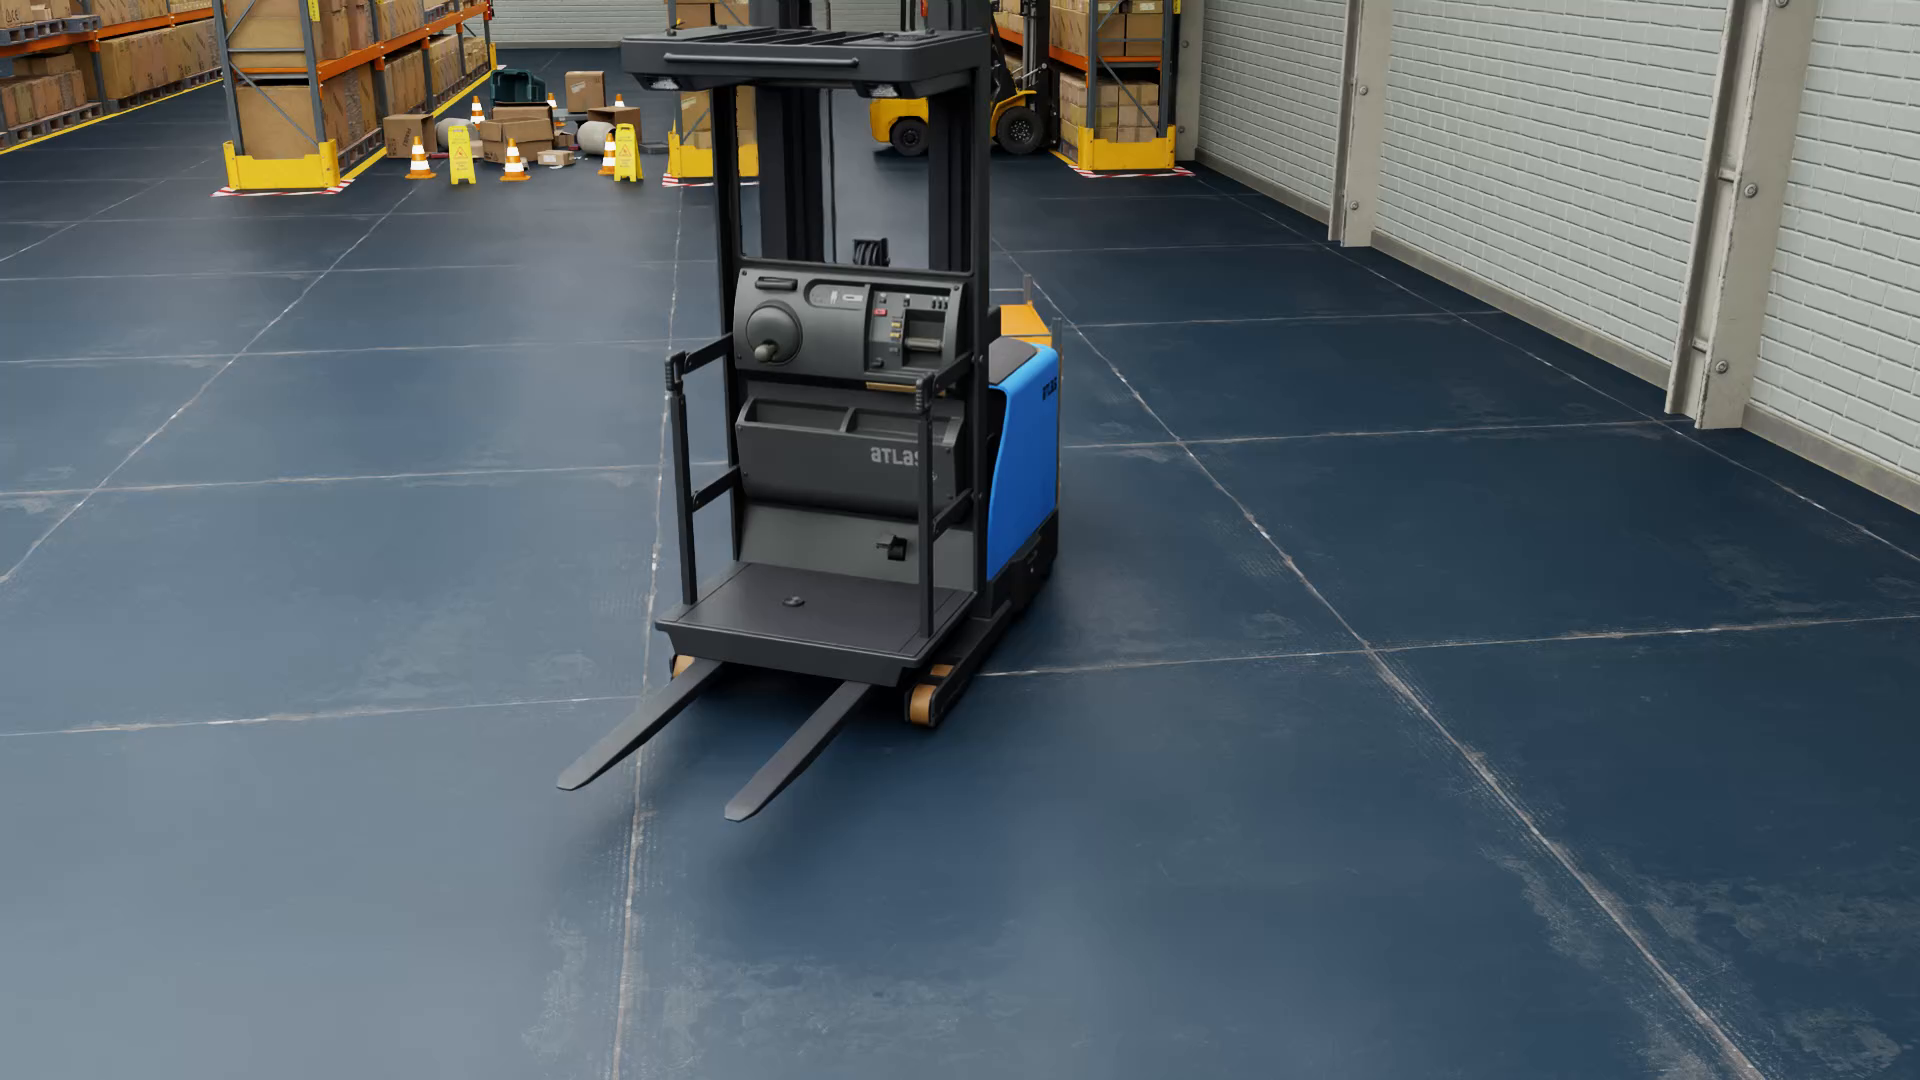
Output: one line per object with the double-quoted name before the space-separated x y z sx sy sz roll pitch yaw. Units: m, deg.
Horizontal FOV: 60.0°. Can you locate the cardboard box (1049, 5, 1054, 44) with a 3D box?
"cardboard box" 1.442 -6.926 22.331 0.500 0.500 0.500 -3 21 -8

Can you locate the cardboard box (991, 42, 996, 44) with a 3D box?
"cardboard box" 0.515 -8.554 28.876 0.380 0.149 0.250 -2 21 -6

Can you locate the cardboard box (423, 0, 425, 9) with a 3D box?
"cardboard box" -8.805 -8.587 26.678 0.380 0.149 0.250 -2 21 -5

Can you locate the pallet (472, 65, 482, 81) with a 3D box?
"pallet" -9.789 -8.982 31.964 1.003 0.211 1.213 -3 21 -8

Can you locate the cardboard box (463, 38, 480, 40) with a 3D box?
"cardboard box" -9.748 -9.899 33.057 0.380 0.149 0.250 -3 21 -7

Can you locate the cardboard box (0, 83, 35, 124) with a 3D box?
"cardboard box" -13.365 -6.064 23.110 0.700 0.500 0.500 -3 21 -8

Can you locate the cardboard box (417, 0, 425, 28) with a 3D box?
"cardboard box" -8.571 -8.154 25.618 0.500 0.500 0.500 -3 21 -8

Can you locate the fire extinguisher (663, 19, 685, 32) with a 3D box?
"fire extinguisher" -3.304 -5.665 19.208 0.296 0.674 0.183 -3 21 -8

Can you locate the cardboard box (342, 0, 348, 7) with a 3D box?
"cardboard box" -8.169 -6.933 20.734 0.875 0.550 0.550 -3 21 -8

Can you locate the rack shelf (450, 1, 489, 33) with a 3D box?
"rack shelf" -9.766 -9.990 31.705 1.077 0.370 4.000 -3 21 -8

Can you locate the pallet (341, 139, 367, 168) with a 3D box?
"pallet" -8.113 -4.868 20.948 1.003 0.211 1.213 -3 21 -8

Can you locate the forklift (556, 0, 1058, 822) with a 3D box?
"forklift" -0.506 -0.821 6.227 1.130 2.935 3.031 7 22 18

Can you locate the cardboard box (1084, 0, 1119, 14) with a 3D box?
"cardboard box" 1.720 -6.473 20.189 0.380 0.149 0.250 -3 21 -7

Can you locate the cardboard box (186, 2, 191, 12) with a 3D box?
"cardboard box" -14.230 -9.694 30.243 0.380 0.149 0.250 -3 21 -9

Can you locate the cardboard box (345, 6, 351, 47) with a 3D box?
"cardboard box" -8.197 -6.426 20.919 0.875 0.550 0.550 -3 21 -8

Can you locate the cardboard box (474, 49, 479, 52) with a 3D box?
"cardboard box" -9.513 -9.404 32.155 0.380 0.149 0.250 -2 21 -5

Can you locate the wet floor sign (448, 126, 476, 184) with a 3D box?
"wet floor sign" -5.785 -4.467 19.253 0.267 0.644 0.232 -7 21 -17

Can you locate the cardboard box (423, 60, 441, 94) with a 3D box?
"cardboard box" -8.751 -7.533 27.071 0.500 0.500 0.500 -4 21 -10

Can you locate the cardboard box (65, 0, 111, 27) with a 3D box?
"cardboard box" -13.625 -8.263 25.910 0.500 0.500 0.500 -2 21 -6

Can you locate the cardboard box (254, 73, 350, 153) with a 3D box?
"cardboard box" -8.040 -5.217 20.334 0.875 0.875 0.875 -3 21 -9

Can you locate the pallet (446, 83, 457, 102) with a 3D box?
"pallet" -9.185 -7.635 28.358 1.003 0.211 1.213 -3 21 -8

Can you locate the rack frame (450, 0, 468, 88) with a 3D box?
"rack frame" -9.478 -9.635 29.725 1.000 3.000 0.127 -3 21 -8

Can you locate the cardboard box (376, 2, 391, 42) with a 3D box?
"cardboard box" -8.134 -7.107 22.815 0.500 0.500 0.500 -3 21 -7

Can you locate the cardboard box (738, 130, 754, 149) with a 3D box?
"cardboard box" -2.707 -4.966 20.555 0.500 0.250 0.500 -3 21 -8

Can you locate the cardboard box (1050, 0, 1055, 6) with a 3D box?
"cardboard box" 1.412 -7.183 22.092 0.380 0.149 0.250 -4 21 -9

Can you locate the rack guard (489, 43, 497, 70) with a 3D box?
"rack guard" -10.044 -9.822 33.800 1.175 0.500 0.348 -3 21 -8

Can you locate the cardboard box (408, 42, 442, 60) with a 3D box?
"cardboard box" -8.834 -8.053 27.391 0.500 0.250 0.500 -3 21 -8

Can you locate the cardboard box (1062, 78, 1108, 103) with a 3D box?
"cardboard box" 1.593 -5.713 21.126 0.500 0.250 0.500 -3 21 -7

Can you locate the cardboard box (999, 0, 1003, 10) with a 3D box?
"cardboard box" 0.845 -8.428 25.995 0.500 0.250 0.500 -3 21 -9

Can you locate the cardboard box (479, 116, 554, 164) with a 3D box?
"cardboard box" -5.623 -5.075 21.086 0.637 0.503 0.797 17 27 39

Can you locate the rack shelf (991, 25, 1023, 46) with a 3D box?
"rack shelf" 1.182 -7.756 25.724 1.077 0.370 4.000 -3 21 -8

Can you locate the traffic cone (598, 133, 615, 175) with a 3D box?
"traffic cone" -4.203 -4.660 20.031 0.336 0.463 0.334 -3 21 -8

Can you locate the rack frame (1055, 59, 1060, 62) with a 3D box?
"rack frame" 1.470 -7.401 23.745 1.000 3.000 0.127 -3 21 -8

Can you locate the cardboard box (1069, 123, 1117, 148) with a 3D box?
"cardboard box" 1.667 -5.071 20.837 0.500 0.250 0.500 -3 21 -7

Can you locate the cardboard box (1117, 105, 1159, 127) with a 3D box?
"cardboard box" 2.185 -5.332 20.821 0.500 0.250 0.500 -3 21 -7

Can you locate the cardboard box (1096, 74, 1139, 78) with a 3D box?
"cardboard box" 2.028 -5.916 21.668 0.500 0.250 0.500 -3 21 -8

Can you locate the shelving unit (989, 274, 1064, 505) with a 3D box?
"shelving unit" 0.175 -0.677 8.422 0.538 1.125 1.048 -2 21 -5

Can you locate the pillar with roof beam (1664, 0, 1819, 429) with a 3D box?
"pillar with roof beam" 0.308 -4.741 8.049 9.100 9.000 0.400 -3 21 -8

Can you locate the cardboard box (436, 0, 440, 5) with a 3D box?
"cardboard box" -9.034 -9.135 28.147 0.380 0.149 0.250 -2 21 -5

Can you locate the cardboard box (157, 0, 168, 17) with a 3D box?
"cardboard box" -14.063 -9.318 28.734 0.500 0.500 0.500 -3 21 -8

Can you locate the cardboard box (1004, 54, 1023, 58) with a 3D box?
"cardboard box" 1.072 -7.428 26.610 0.875 0.625 0.625 -2 21 -6

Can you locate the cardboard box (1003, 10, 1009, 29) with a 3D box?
"cardboard box" 0.938 -8.018 25.610 0.500 0.250 0.500 -2 21 -6

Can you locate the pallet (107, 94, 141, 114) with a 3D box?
"pallet" -13.863 -7.005 26.670 1.003 0.211 1.213 -3 21 -8

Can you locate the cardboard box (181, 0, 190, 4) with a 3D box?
"cardboard box" -14.276 -9.837 30.055 0.500 0.250 0.500 -3 21 -8

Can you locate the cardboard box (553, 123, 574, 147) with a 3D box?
"cardboard box" -5.447 -5.478 22.504 0.396 0.266 0.258 17 27 39

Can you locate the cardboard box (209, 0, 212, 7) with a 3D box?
"cardboard box" -14.451 -10.226 31.668 0.380 0.149 0.250 -3 21 -9

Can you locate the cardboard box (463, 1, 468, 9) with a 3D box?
"cardboard box" -9.401 -9.992 31.040 0.380 0.149 0.250 -3 21 -7

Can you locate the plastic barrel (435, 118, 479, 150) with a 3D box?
"plastic barrel" -6.643 -5.342 21.915 0.512 0.421 0.421 12 24 30

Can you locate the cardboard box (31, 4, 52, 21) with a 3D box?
"cardboard box" -13.316 -7.604 23.881 0.396 0.266 0.258 -4 21 -9
